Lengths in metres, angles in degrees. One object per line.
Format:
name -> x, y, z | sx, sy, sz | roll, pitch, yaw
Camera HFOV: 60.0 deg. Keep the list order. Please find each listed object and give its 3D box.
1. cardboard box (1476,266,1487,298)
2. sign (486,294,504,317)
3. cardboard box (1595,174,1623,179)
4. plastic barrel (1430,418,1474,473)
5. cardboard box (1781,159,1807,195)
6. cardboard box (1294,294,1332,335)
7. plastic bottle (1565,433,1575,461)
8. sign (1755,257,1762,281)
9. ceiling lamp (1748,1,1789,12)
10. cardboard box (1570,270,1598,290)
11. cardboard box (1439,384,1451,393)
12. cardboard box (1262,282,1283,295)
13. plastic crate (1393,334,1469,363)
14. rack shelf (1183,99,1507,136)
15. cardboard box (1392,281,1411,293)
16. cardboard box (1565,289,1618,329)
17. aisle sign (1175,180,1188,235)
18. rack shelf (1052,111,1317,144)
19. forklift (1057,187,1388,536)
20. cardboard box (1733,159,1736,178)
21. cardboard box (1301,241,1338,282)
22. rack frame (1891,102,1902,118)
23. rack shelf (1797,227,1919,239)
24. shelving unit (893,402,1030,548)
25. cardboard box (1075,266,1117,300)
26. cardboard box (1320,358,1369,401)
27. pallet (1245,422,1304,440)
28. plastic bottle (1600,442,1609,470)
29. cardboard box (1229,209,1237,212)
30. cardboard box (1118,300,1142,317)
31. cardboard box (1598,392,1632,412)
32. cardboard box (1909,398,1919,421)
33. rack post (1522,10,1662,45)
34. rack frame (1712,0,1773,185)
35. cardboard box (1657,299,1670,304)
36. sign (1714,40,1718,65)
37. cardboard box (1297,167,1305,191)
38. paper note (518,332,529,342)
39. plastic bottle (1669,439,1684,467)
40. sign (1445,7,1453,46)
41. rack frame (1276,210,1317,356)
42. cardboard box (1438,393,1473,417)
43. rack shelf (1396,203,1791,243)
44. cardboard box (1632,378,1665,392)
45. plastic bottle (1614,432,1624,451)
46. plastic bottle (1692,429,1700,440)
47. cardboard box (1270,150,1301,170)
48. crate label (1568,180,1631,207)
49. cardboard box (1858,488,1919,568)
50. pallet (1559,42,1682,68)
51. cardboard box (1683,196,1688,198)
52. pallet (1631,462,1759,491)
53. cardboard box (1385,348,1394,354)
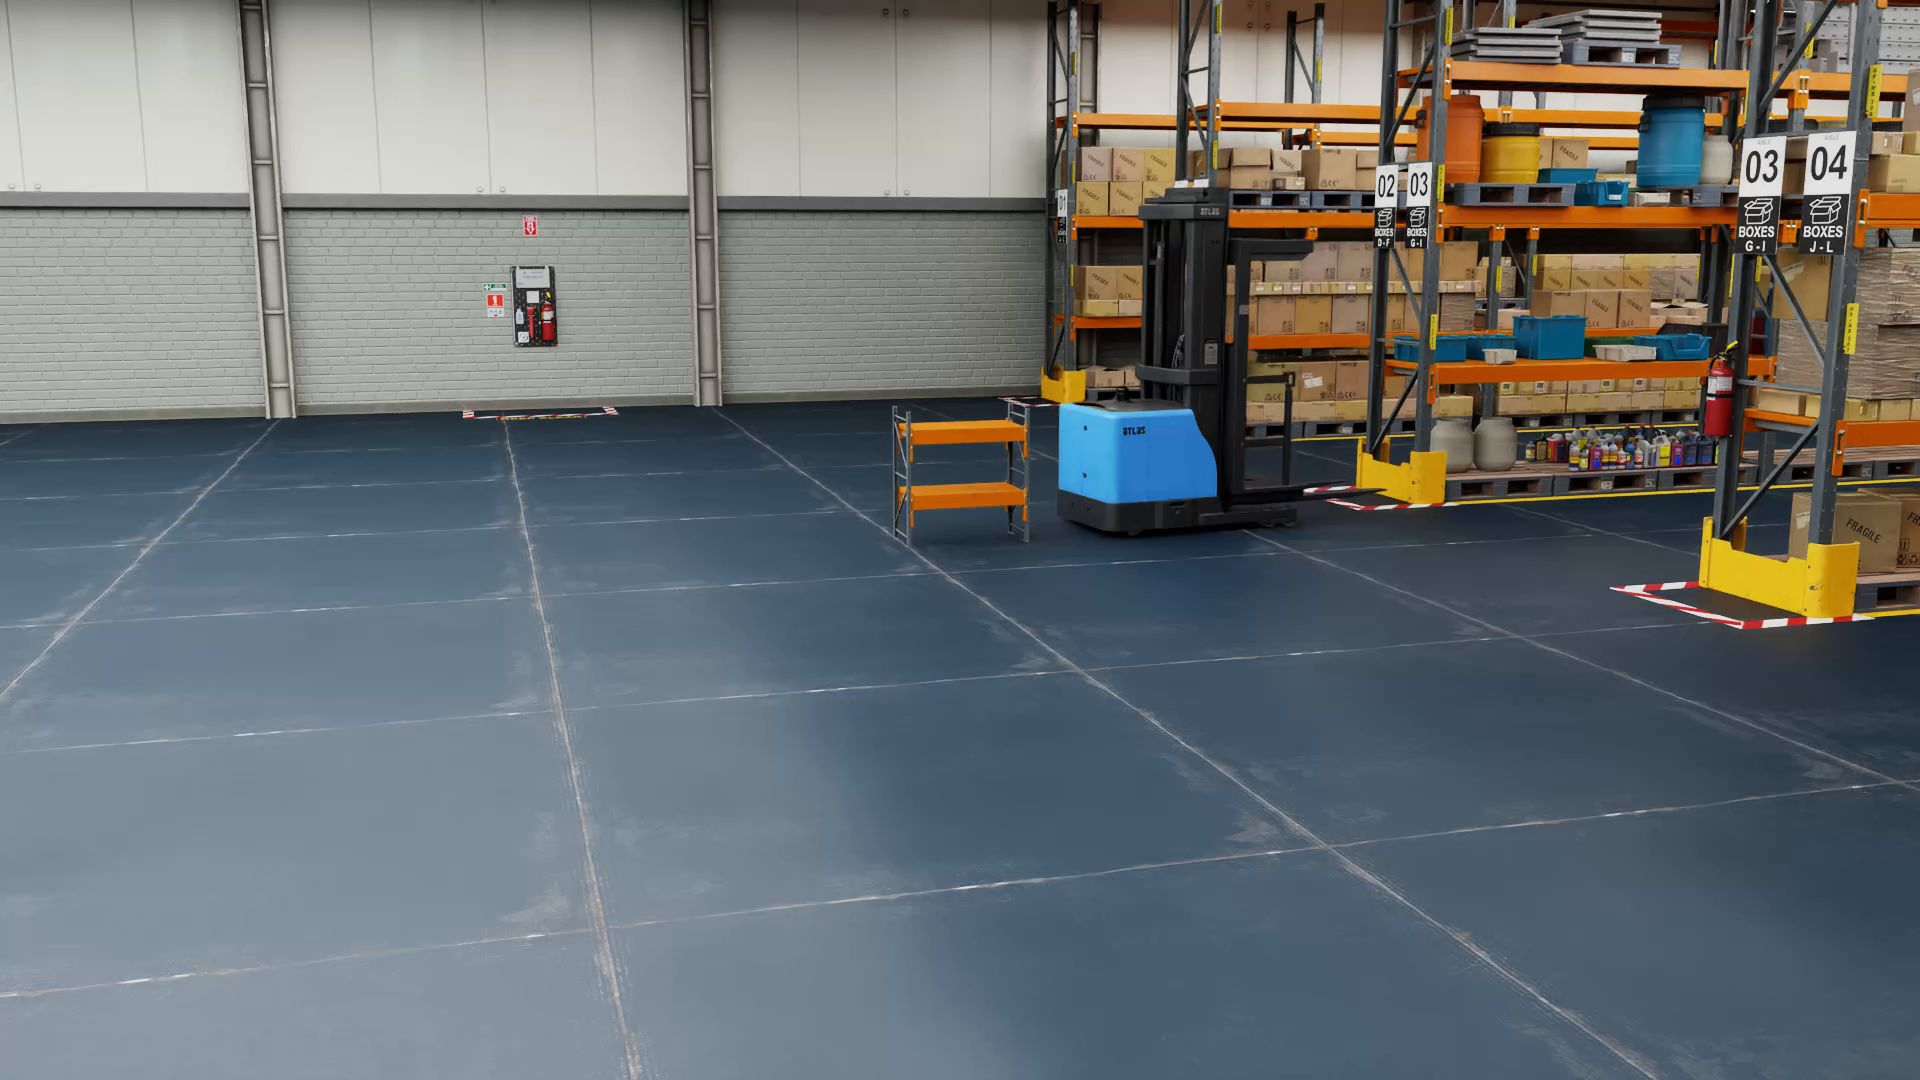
cardboard box -> 8.225, -4.246, 27.336 | 0.500, 0.500, 0.700 | -4, 11, -21
sign -> -6.752, -3.406, 24.162 | 0.234, 0.329, 0.001 | -3, 11, -16
cardboard box -> 10.681, -5.876, 27.904 | 0.500, 0.500, 0.700 | -2, 11, -13
plastic barrel -> 4.901, -0.942, 16.589 | 0.421, 0.512, 0.421 | 0, 10, 0
cardboard box -> 6.067, -2.521, 11.586 | 0.500, 0.250, 0.500 | -3, 11, -15
cardboard box -> 4.343, -2.895, 21.214 | 0.500, 0.500, 0.700 | -3, 11, -16
plastic bottle -> 6.315, -0.973, 17.355 | 0.135, 0.276, 0.152 | -3, 11, -18
sign -> 10.749, -3.651, 22.398 | 0.005, 0.325, 0.100 | -3, 11, -16
ceiling lamp -> 13.027, -9.533, 24.851 | 2.000, 3.185, 0.800 | -3, 11, -16
cardboard box -> 10.246, -4.249, 27.692 | 0.500, 0.500, 0.500 | -3, 11, -14
cardboard box -> 6.218, -2.230, 22.237 | 0.500, 0.500, 0.500 | -3, 11, -16
cardboard box -> 3.840, -3.150, 20.806 | 0.250, 0.149, 0.380 | -3, 11, -16
plastic crate -> 4.688, -1.916, 16.582 | 0.616, 0.251, 0.499 | -3, 11, -16
rack shelf -> 4.830, -5.275, 20.935 | 4.000, 0.370, 1.077 | -3, 11, -16
cardboard box -> 5.572, -3.242, 21.303 | 0.250, 0.149, 0.380 | -3, 11, -16
cardboard box -> 8.479, -3.113, 22.395 | 0.500, 0.500, 0.500 | -3, 11, -16
aisle sign -> 2.765, -4.100, 20.850 | 0.004, 0.787, 0.394 | -3, 11, -16
rack shelf -> 3.442, -6.331, 25.575 | 4.000, 0.370, 1.077 | -3, 11, -16
forklift -> 2.430, -1.632, 14.814 | 3.031, 2.935, 1.130 | -5, 11, -24
cardboard box -> 13.649, -6.343, 28.841 | 0.500, 0.500, 0.500 | -3, 11, -16
cardboard box -> 4.400, -3.538, 21.120 | 0.500, 0.500, 0.700 | -3, 11, -16
rack frame -> 16.884, -7.394, 29.358 | 0.127, 3.000, 1.000 | -3, 11, -16
rack shelf -> 14.964, -5.464, 29.145 | 4.000, 0.370, 1.077 | -3, 11, -16
shelving unit -> 0.006, -0.554, 13.947 | 1.048, 1.125, 0.538 | -3, 11, -16
cardboard box -> 2.064, -3.911, 25.294 | 0.500, 0.500, 0.500 | -3, 11, -16
cardboard box -> 4.928, -2.060, 21.317 | 0.500, 0.500, 0.500 | -3, 11, -16
pallet -> 3.633, -1.448, 21.329 | 1.213, 0.211, 1.003 | -3, 11, -16
plastic bottle -> 6.448, -0.842, 16.654 | 0.097, 0.271, 0.097 | 0, 10, 0
cardboard box -> 3.936, -5.244, 25.633 | 0.500, 0.500, 0.500 | -3, 11, -18
cardboard box -> 2.574, -3.569, 25.506 | 0.500, 0.250, 0.500 | -3, 11, -18
cardboard box -> 8.683, -1.885, 22.437 | 0.500, 0.250, 0.500 | -3, 11, -15
cardboard box -> 6.505, -0.920, 11.452 | 0.250, 0.149, 0.380 | -3, 11, -16
rack post -> 6.142, -4.929, 16.174 | 0.954, 0.300, 0.937 | -3, 11, -17
rack frame -> 10.591, -6.129, 22.483 | 0.127, 3.000, 1.000 | -3, 11, -16
cardboard box -> 11.811, -4.015, 28.210 | 0.250, 0.149, 0.380 | -3, 11, -16
sign -> 10.430, -6.721, 22.900 | 0.005, 0.325, 0.100 | -3, 11, -16
cardboard box -> 4.476, -4.612, 21.231 | 0.500, 0.311, 0.500 | -2, 11, -9
paper note -> -6.381, -2.968, 24.316 | 0.142, 0.148, 0.016 | -3, 11, -16
plastic bottle -> 7.265, -0.887, 16.868 | 0.133, 0.283, 0.061 | -2, 11, -12
sign -> 4.440, -4.664, 15.103 | 0.005, 0.325, 0.100 | -3, 11, -16
rack frame -> 5.362, -3.837, 26.603 | 0.127, 3.000, 1.000 | -3, 11, -16
cardboard box -> 6.366, -1.769, 21.803 | 0.500, 0.250, 0.500 | -3, 11, -16
rack shelf -> 6.211, -3.135, 16.492 | 4.000, 0.370, 1.077 | -3, 11, -16
cardboard box -> 9.174, -2.186, 22.524 | 0.500, 0.311, 0.500 | -3, 11, -16
plastic bottle -> 6.928, -0.997, 17.497 | 0.097, 0.271, 0.097 | 0, 10, 0
plastic bottle -> 7.553, -0.971, 17.135 | 0.185, 0.351, 0.144 | -3, 11, -16
cardboard box -> 4.957, -5.790, 25.836 | 0.500, 0.500, 0.500 | -4, 11, -21
crate label -> 6.180, -3.351, 16.093 | 0.408, 0.251, 0.502 | -3, 11, -16
cardboard box -> 6.844, -0.093, 12.012 | 0.500, 0.500, 0.500 | 0, 10, -1
pallet -> 6.174, -4.666, 16.166 | 1.213, 0.211, 1.003 | -3, 11, -16
cardboard box -> 9.673, -4.724, 22.391 | 0.500, 0.250, 0.500 | -3, 11, -14
pallet -> 7.475, -0.716, 17.355 | 1.213, 0.211, 1.003 | -3, 11, -16
cardboard box -> 7.048, -2.918, 27.299 | 0.500, 0.500, 0.700 | -3, 11, -15
